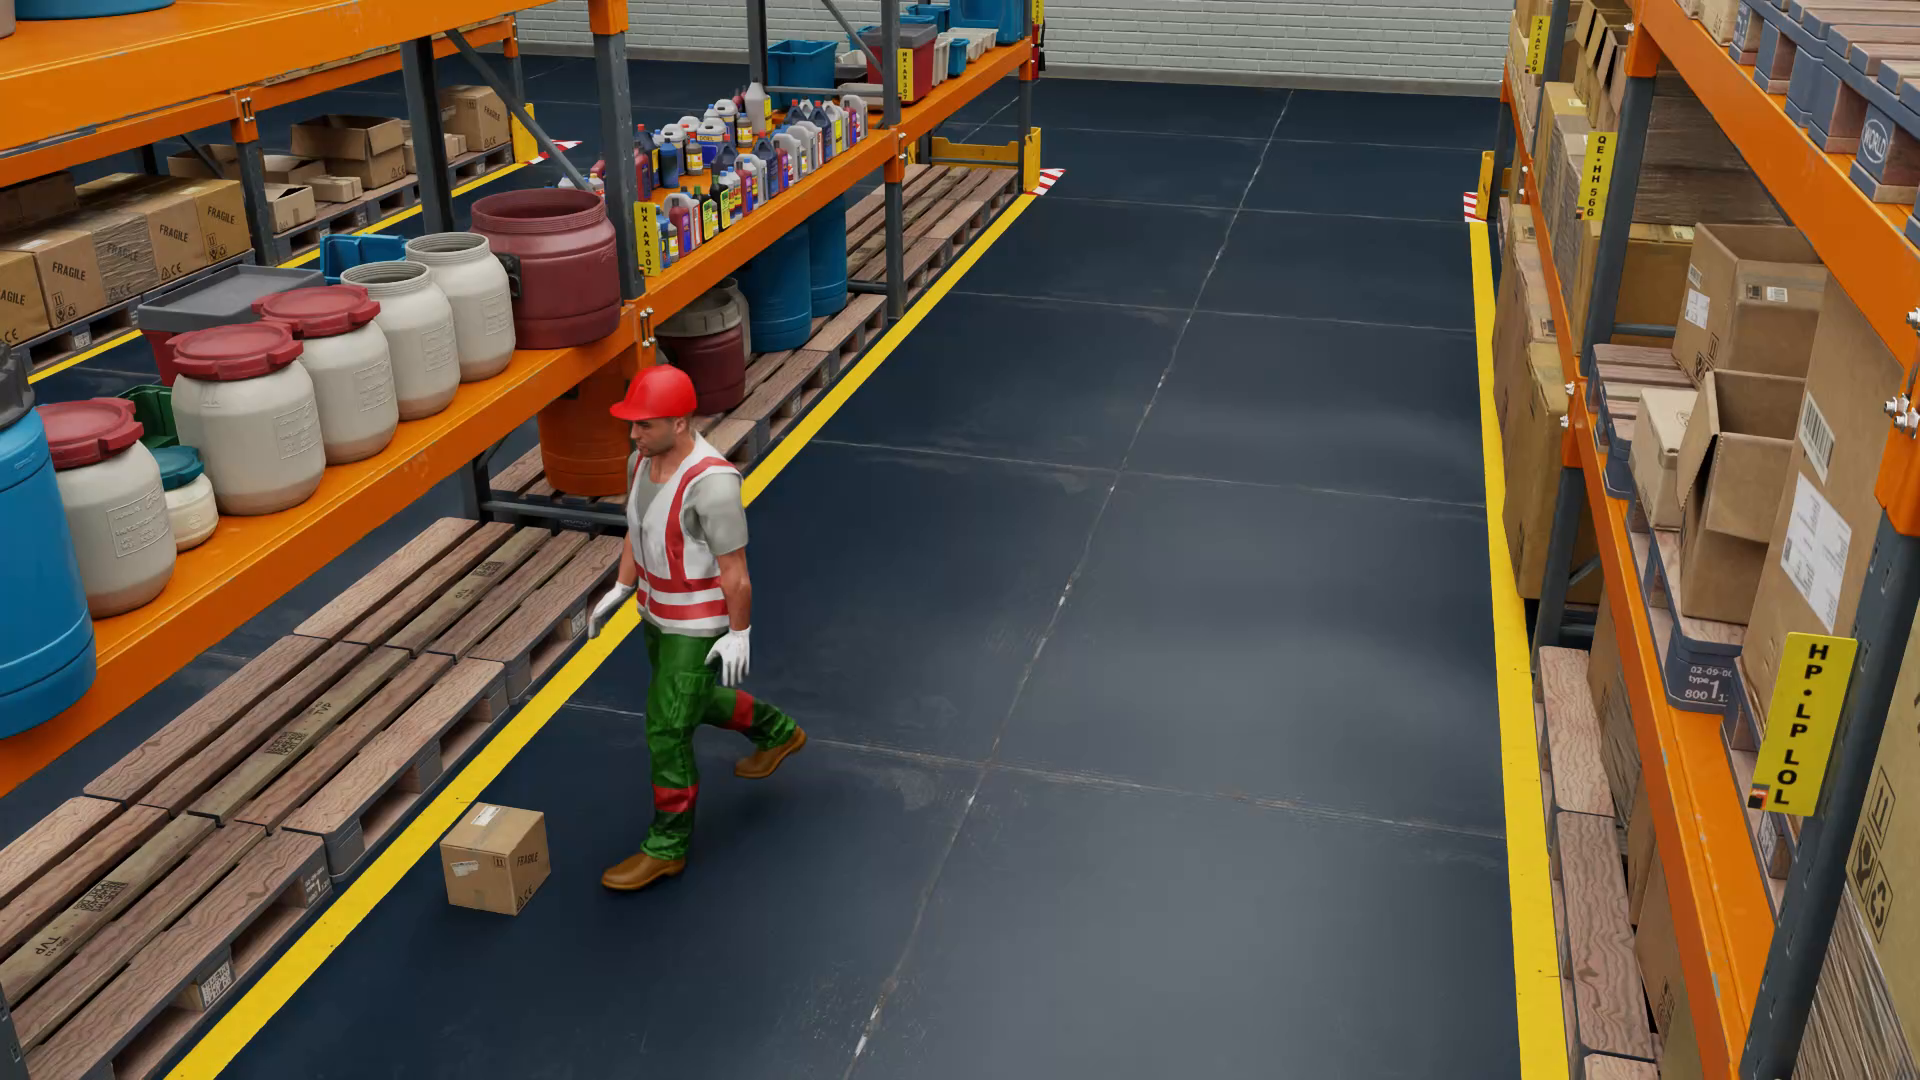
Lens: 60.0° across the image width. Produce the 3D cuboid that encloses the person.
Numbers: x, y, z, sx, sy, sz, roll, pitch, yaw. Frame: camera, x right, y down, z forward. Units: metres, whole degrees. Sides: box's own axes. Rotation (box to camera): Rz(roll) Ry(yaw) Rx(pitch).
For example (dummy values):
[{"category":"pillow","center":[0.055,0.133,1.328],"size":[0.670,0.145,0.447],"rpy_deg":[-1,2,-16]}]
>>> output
[{"category":"person","center":[-0.892,0.245,5.551],"size":[0.912,1.763,0.547],"rpy_deg":[-17,30,-32]}]
